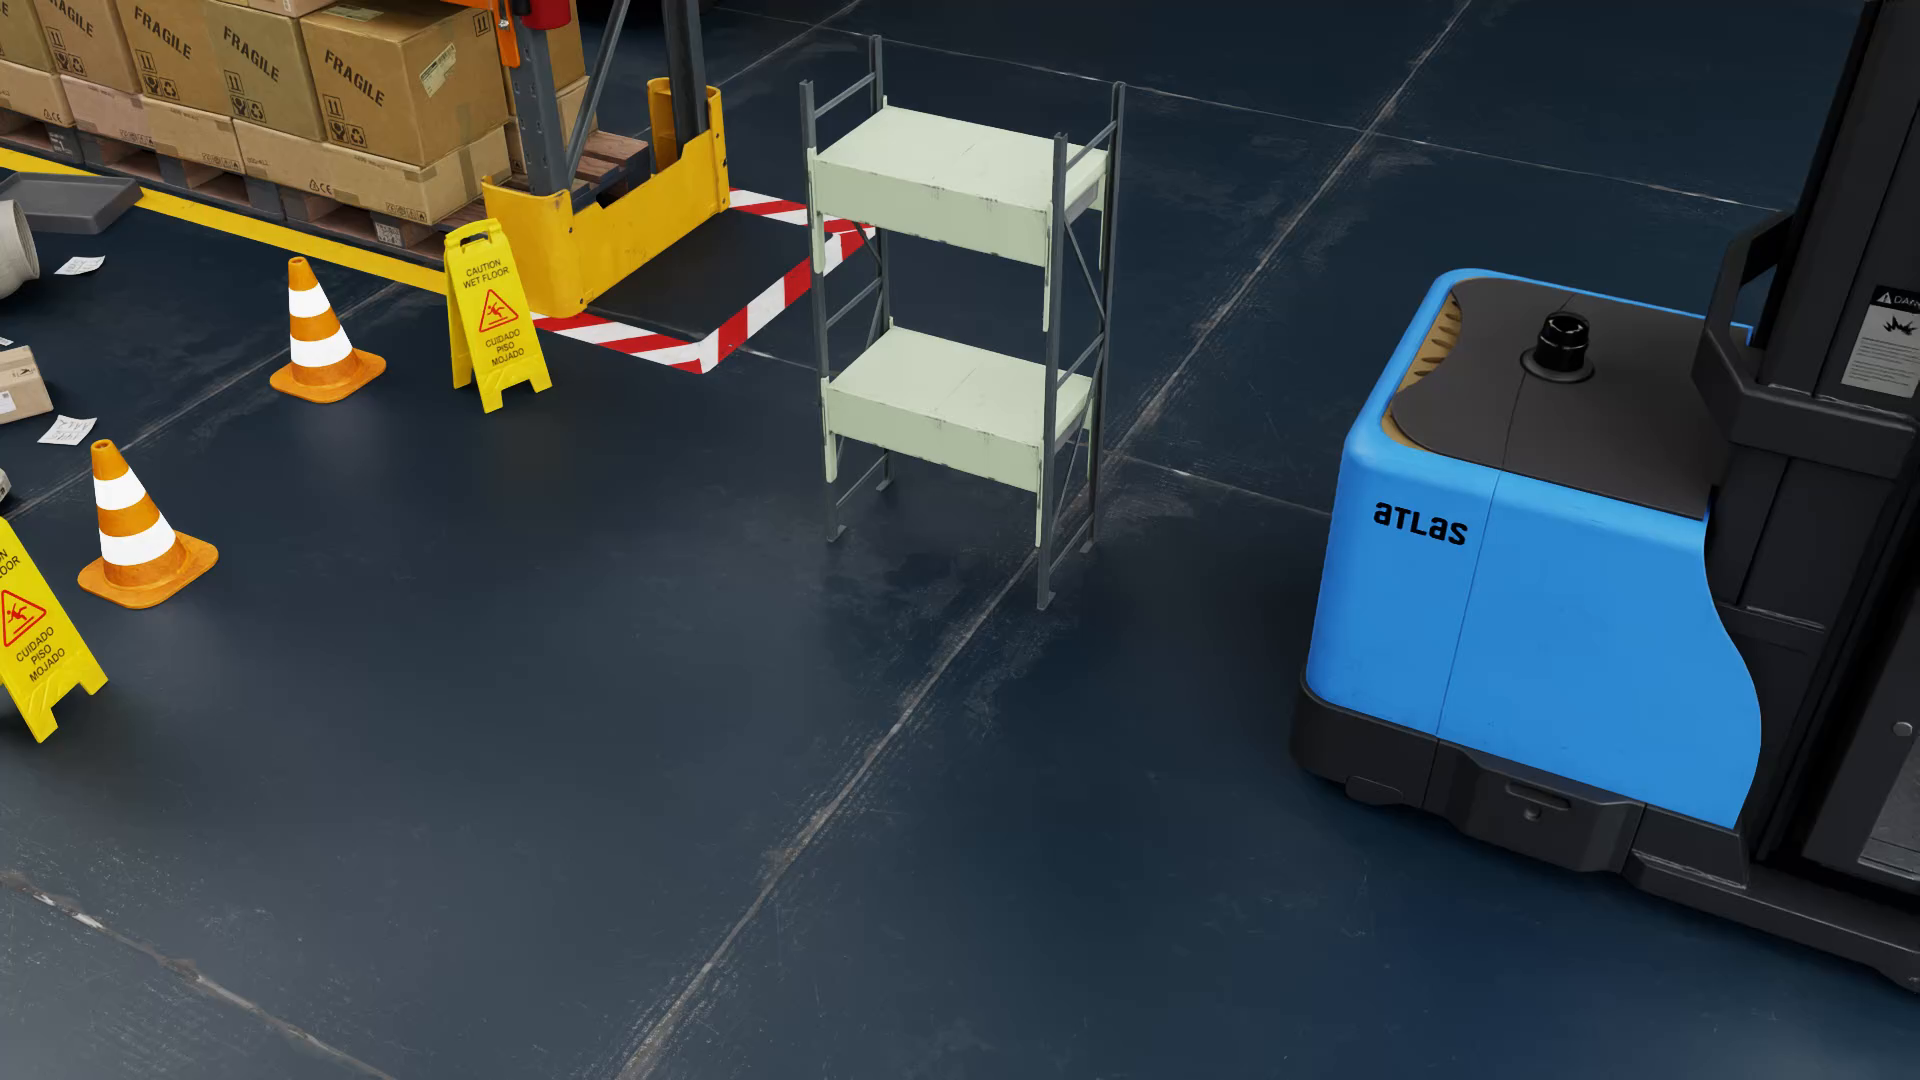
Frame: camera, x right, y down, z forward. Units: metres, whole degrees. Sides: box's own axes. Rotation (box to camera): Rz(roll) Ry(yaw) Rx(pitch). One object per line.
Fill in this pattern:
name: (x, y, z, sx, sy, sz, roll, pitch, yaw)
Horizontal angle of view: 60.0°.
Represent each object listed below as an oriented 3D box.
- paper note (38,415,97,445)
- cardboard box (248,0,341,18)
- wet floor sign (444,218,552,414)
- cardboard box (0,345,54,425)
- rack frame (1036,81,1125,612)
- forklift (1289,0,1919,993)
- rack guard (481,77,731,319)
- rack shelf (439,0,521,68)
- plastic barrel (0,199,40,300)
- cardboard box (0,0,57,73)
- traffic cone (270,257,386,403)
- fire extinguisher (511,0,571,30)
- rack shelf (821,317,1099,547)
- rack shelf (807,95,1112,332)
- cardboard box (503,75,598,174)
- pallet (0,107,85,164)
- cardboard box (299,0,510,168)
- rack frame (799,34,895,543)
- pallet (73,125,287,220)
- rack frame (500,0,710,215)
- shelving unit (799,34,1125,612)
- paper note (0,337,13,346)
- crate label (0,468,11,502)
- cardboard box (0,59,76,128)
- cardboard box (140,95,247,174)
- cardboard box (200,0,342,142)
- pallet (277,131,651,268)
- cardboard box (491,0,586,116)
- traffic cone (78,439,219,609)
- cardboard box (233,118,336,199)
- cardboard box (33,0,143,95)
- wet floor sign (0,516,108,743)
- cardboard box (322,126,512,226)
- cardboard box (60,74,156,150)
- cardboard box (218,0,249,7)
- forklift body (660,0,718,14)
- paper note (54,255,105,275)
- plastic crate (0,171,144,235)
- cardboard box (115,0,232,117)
paper note: (-3.073, -0.381, 5.727, 0.142, 0.019, 0.148, 4, 37, 6)
cardboard box: (-2.506, -2.147, 6.368, 0.250, 0.149, 0.380, 19, 41, 23)
wet floor sign: (-1.641, -0.804, 5.776, 0.267, 0.644, 0.232, -29, 46, -33)
cardboard box: (-3.410, -0.514, 5.804, 0.380, 0.149, 0.250, -21, 42, -25)
rack frame: (0.331, -0.494, 4.660, 0.023, 1.500, 0.400, 17, 41, 21)
forklift: (2.424, -0.402, 3.356, 3.031, 2.935, 1.130, 17, 40, 21)
rack guard: (-1.385, -1.395, 6.674, 0.348, 0.500, 1.175, 17, 41, 21)
rack shelf: (-3.094, -2.639, 6.841, 4.000, 0.370, 1.077, 17, 41, 21)
plastic barrel: (-3.848, -1.105, 6.355, 0.512, 0.421, 0.421, -14, 39, -18)
cardboard box: (-3.989, -2.401, 7.239, 0.500, 0.500, 0.500, 19, 41, 23)
traffic cone: (-2.293, -0.786, 5.903, 0.334, 0.463, 0.336, 17, 41, 21)
fire extinguisher: (-1.428, -2.059, 5.546, 0.183, 0.674, 0.296, 17, 41, 21)
rack shelf: (0.006, -0.336, 4.991, 0.720, 0.370, 0.431, 17, 41, 21)
rack shelf: (0.006, -0.906, 4.558, 0.720, 0.370, 0.431, 17, 41, 21)
cardboard box: (-1.907, -1.814, 7.086, 0.500, 0.250, 0.500, 17, 40, 21)
pallet: (-4.257, -2.203, 7.978, 1.213, 0.211, 1.003, 17, 41, 21)
cardboard box: (-2.149, -1.823, 6.477, 0.500, 0.500, 0.500, 18, 41, 22)
rack frame: (-0.319, -0.697, 4.928, 0.023, 1.500, 0.400, 17, 41, 21)
pallet: (-3.170, -1.865, 7.532, 1.213, 0.211, 1.003, 17, 41, 21)
rack frame: (-1.318, -2.369, 5.891, 0.127, 3.000, 1.000, 17, 41, 21)
shelving unit: (0.006, -0.596, 4.794, 0.755, 1.500, 0.431, 17, 41, 21)
paper note: (-3.600, -0.749, 6.229, 0.123, 0.001, 0.032, 17, 41, 21)
crate label: (-3.228, -0.151, 5.336, 0.298, 0.136, 0.250, -2, 37, -2)
cardboard box: (-3.991, -2.102, 7.466, 0.500, 0.250, 0.500, 20, 41, 24)
cardboard box: (-3.083, -1.813, 7.084, 0.500, 0.250, 0.500, 16, 40, 20)
cardboard box: (-2.614, -1.966, 6.666, 0.500, 0.500, 0.500, 19, 41, 23)
pallet: (-2.091, -1.525, 7.084, 1.213, 0.211, 1.003, 17, 41, 21)
cardboard box: (-1.928, -2.119, 6.868, 0.500, 0.500, 0.500, 16, 40, 20)
traffic cone: (-2.502, -0.096, 4.993, 0.334, 0.463, 0.336, 17, 41, 21)
cardboard box: (-2.616, -1.670, 6.896, 0.500, 0.250, 0.500, 18, 41, 22)
cardboard box: (-3.530, -2.256, 7.047, 0.500, 0.500, 0.500, 20, 41, 24)
wet floor sign: (-2.568, 0.199, 4.454, 0.232, 0.644, 0.267, 11, 38, 14)
cardboard box: (-2.181, -1.529, 6.710, 0.500, 0.250, 0.500, 17, 40, 21)
cardboard box: (-3.519, -1.956, 7.273, 0.500, 0.250, 0.500, 17, 40, 21)
cardboard box: (-2.728, -2.219, 6.462, 0.250, 0.149, 0.380, 18, 41, 22)
forklift body: (-1.561, -4.245, 9.064, 1.214, 2.155, 2.313, 17, 41, 21)
paper note: (-3.536, -1.109, 6.686, 0.148, 0.019, 0.142, 4, 37, 6)
plastic crate: (-3.853, -1.442, 7.083, 0.583, 0.080, 0.402, 4, 37, 6)
cardboard box: (-3.059, -2.110, 6.856, 0.500, 0.500, 0.500, 16, 40, 20)
